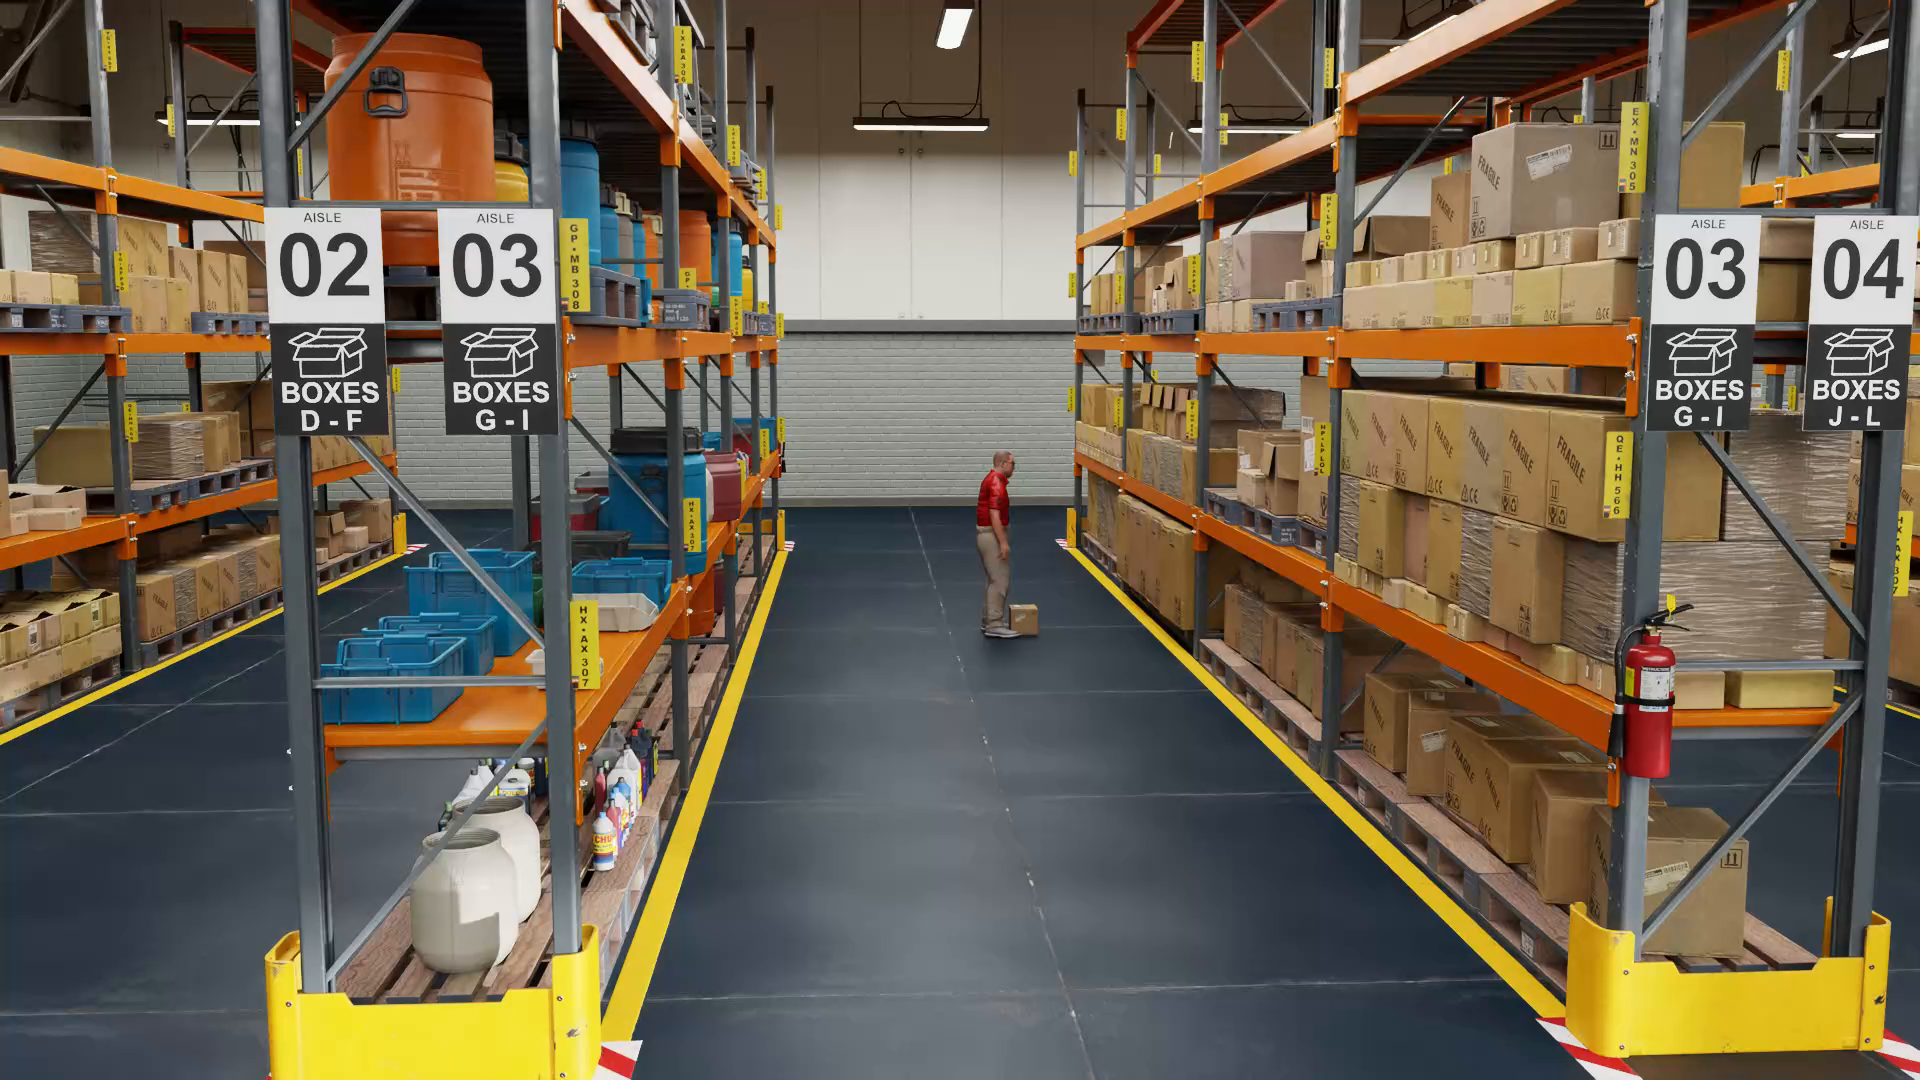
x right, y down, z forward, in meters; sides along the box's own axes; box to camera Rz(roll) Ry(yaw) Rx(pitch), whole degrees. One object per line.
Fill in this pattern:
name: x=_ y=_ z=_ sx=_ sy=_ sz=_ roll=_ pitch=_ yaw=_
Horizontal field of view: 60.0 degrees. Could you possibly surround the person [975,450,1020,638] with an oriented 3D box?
person: x=0.344 y=0.023 z=15.607 sx=0.386 sy=1.727 sz=0.595 roll=-1 pitch=7 yaw=-5
